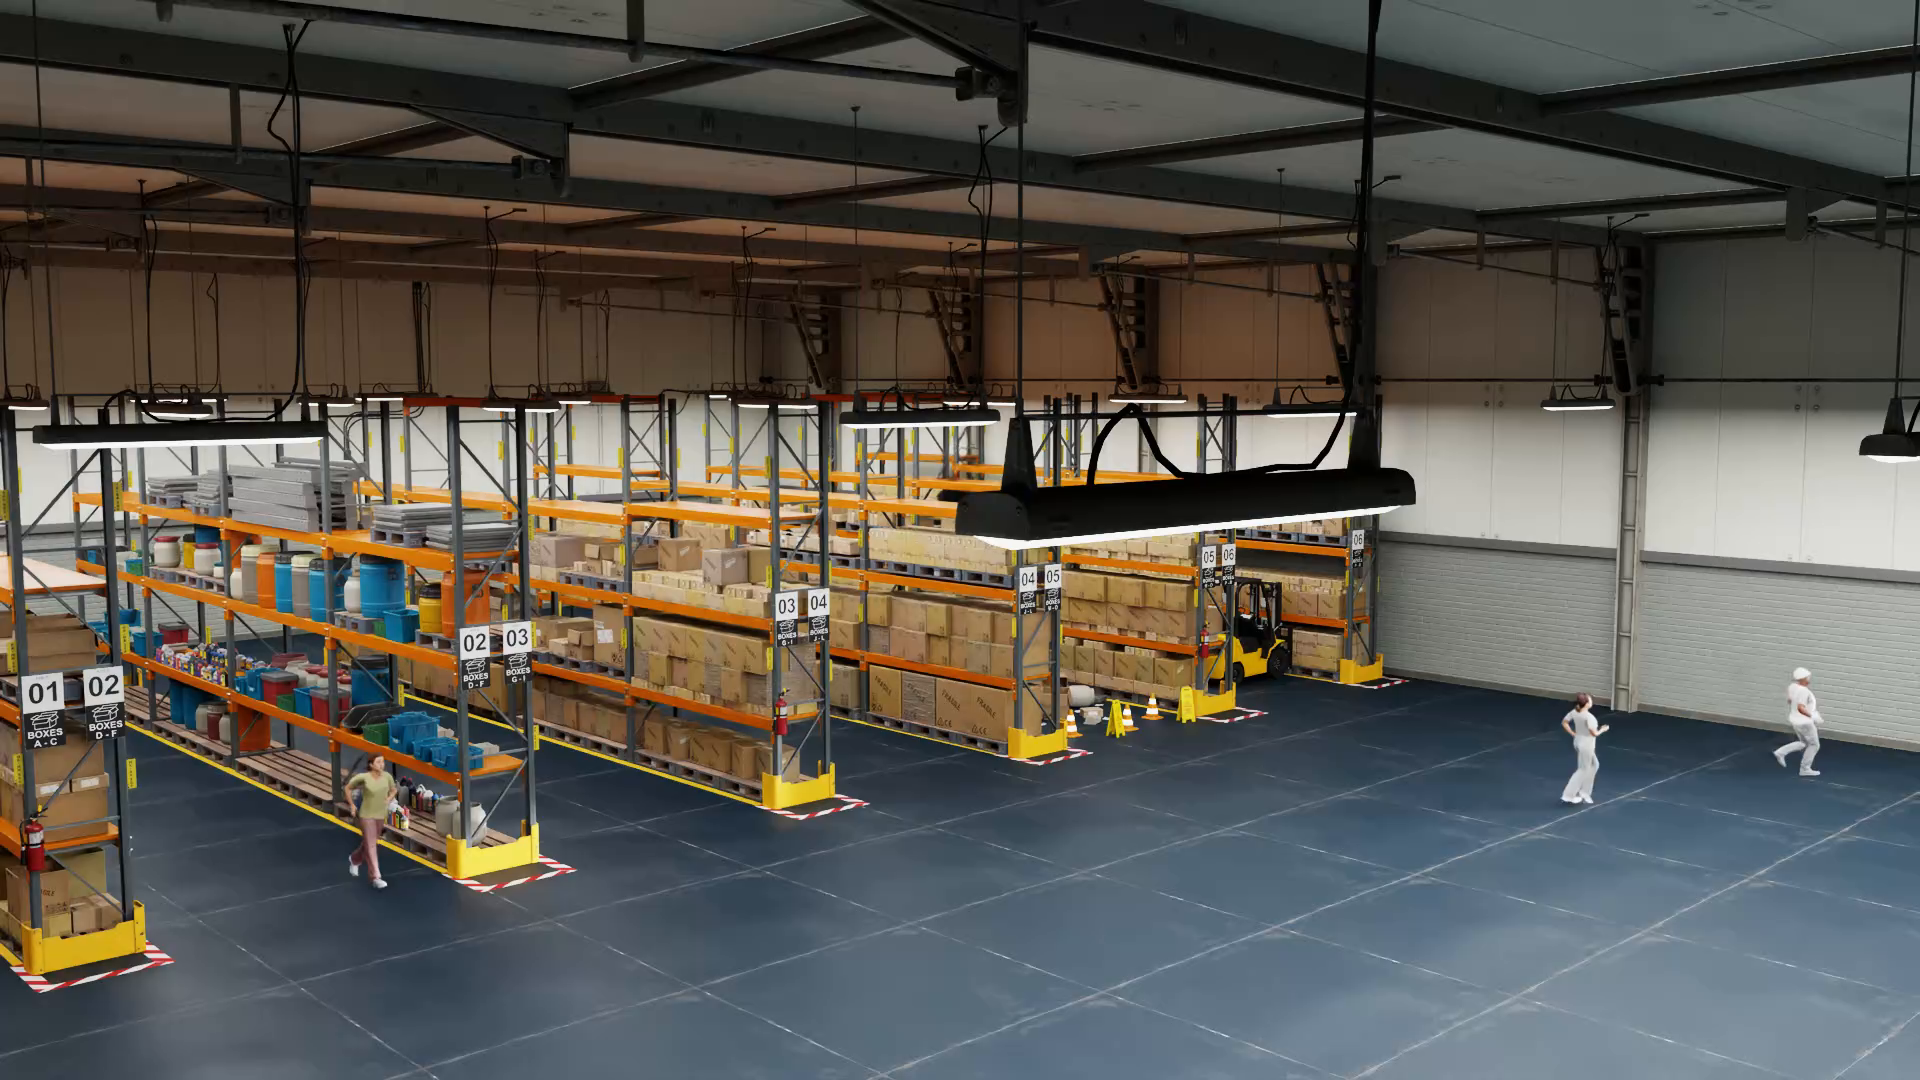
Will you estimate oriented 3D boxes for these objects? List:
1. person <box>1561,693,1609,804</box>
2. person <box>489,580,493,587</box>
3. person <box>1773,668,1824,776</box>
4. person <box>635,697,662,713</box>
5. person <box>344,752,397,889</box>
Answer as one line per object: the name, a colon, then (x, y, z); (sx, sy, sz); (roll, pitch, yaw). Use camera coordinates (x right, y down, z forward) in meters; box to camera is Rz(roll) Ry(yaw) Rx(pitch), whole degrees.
person: (9.278, 3.114, 24.712); (0.691, 1.705, 0.544); (-1, 6, -8)
person: (-11.103, 1.783, 38.764); (0.808, 1.731, 0.774); (-1, 6, -14)
person: (13.411, 2.901, 26.556); (0.675, 1.735, 0.685); (1, 6, 10)
person: (-5.968, 2.387, 31.556); (0.967, 1.768, 0.667); (5, 7, 40)
person: (-7.306, 3.458, 20.797); (1.056, 1.632, 0.599); (5, 8, 43)
